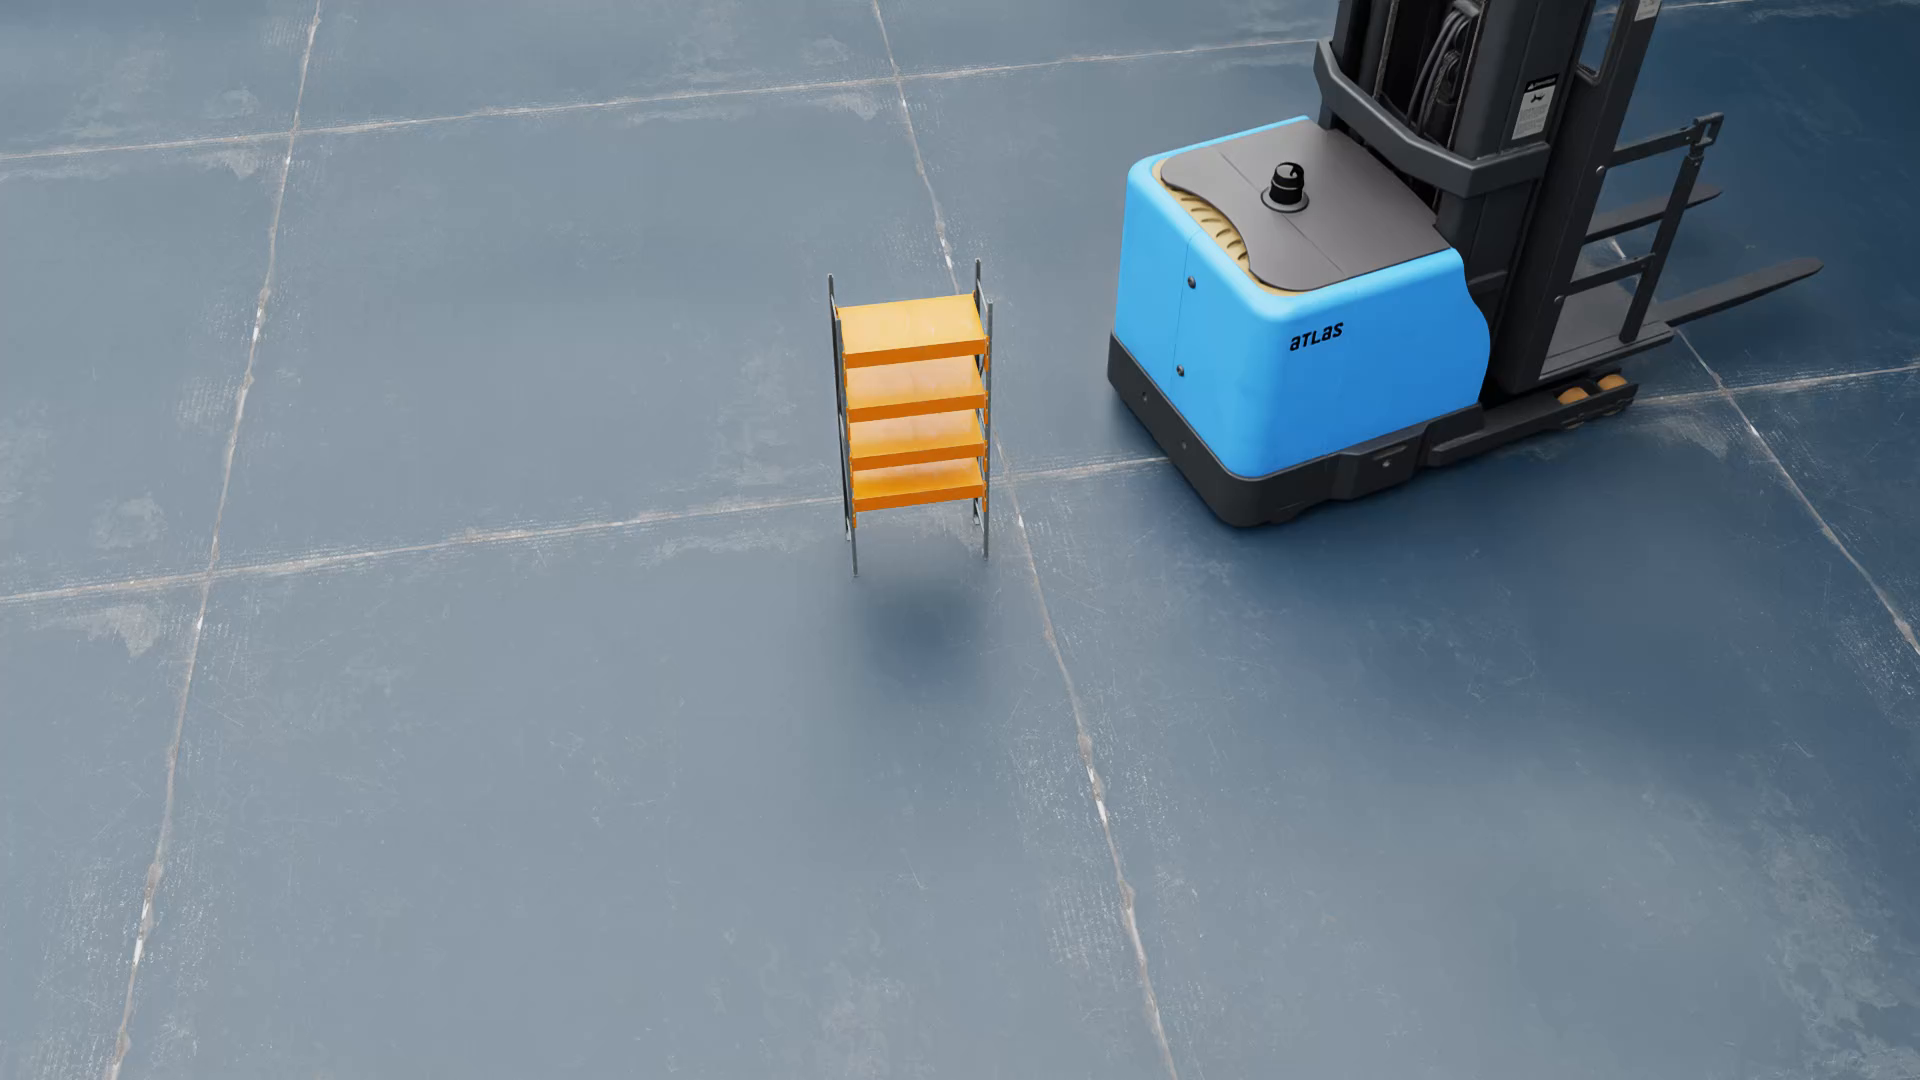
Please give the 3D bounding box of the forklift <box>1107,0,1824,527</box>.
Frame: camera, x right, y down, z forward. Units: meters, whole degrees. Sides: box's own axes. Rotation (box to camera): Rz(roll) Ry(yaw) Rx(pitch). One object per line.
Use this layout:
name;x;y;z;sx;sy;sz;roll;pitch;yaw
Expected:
forklift;2.161;-1.792;5.941;3.031;2.935;1.130;-18;49;-17

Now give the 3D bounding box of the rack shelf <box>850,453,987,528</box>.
rack shelf;-0.163;-0.212;5.990;0.480;0.148;0.258;-7;46;-7

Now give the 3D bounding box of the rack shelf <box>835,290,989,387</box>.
rack shelf;-0.163;-0.669;5.515;0.480;0.148;0.258;-7;46;-7

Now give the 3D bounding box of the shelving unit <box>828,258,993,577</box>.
shelving unit;-0.163;-0.396;5.798;0.503;1.200;0.258;-7;46;-7

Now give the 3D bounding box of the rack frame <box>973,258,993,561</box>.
rack frame;0.077;-0.426;5.827;0.015;1.200;0.240;-7;46;-7

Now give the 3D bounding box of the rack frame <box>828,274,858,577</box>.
rack frame;-0.404;-0.366;5.769;0.015;1.200;0.240;-7;46;-7

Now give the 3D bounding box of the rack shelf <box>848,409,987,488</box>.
rack shelf;-0.163;-0.349;5.847;0.480;0.148;0.258;-7;46;-7

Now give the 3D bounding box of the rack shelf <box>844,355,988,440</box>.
rack shelf;-0.163;-0.505;5.686;0.480;0.148;0.258;-7;46;-7
